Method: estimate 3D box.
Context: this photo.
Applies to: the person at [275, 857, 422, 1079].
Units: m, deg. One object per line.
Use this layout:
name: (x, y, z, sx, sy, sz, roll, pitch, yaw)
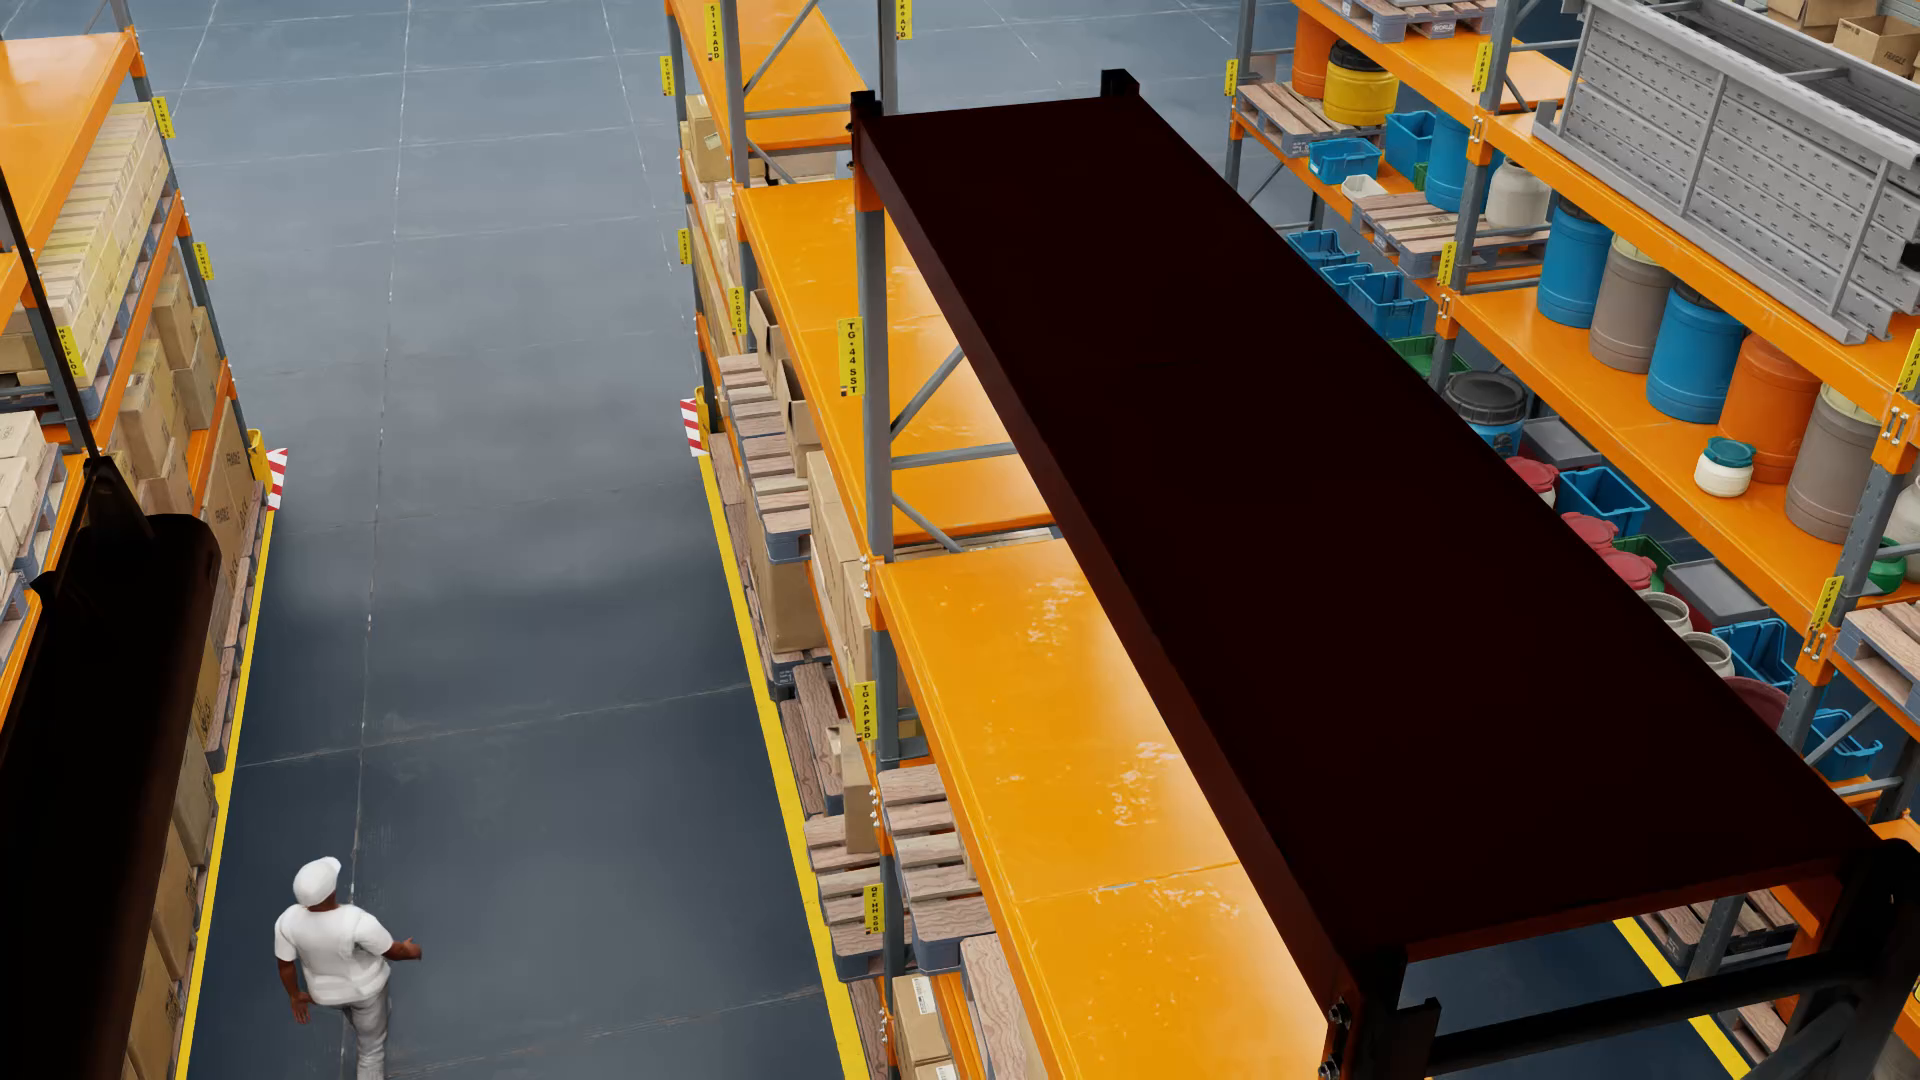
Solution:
person: (-3.323, 2.349, 9.118, 0.670, 1.706, 1.070, -3, 35, -5)
